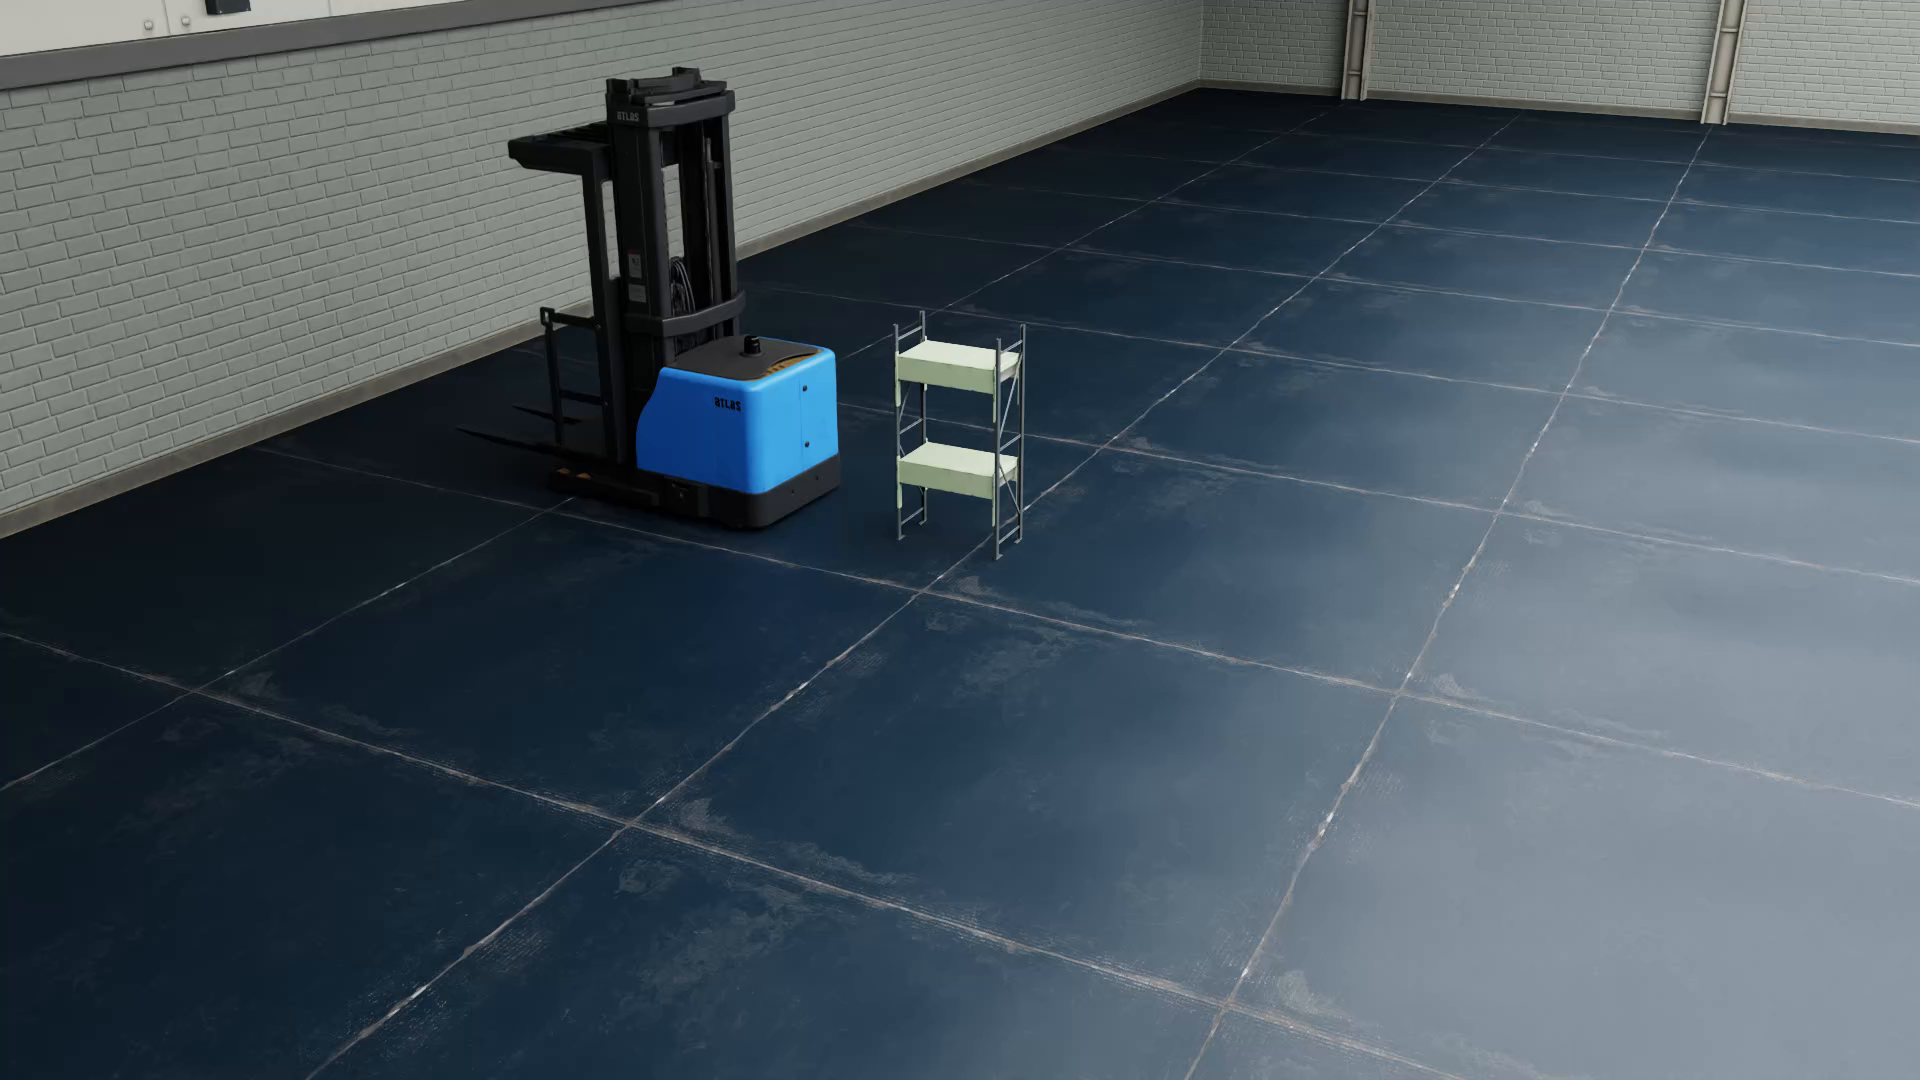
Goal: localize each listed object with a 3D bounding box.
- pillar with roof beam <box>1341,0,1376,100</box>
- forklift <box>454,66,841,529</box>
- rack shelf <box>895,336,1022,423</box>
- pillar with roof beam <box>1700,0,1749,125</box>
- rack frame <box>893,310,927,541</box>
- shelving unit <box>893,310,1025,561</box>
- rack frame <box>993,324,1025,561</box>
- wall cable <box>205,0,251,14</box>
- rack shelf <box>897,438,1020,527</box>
[{"bbox_3d":[5.150,-10.590,24.652,0.400,9.000,9.100,11,25,25],"label":"pillar with roof beam"},{"bbox_3d":[-2.396,-1.827,11.801,3.031,2.935,1.130,13,26,27],"label":"forklift"},{"bbox_3d":[-0.006,-1.050,10.807,0.720,0.370,0.431,11,25,25],"label":"rack shelf"},{"bbox_3d":[10.505,-9.530,22.161,0.400,9.000,9.100,11,25,25],"label":"pillar with roof beam"},{"bbox_3d":[-0.333,-0.756,11.111,0.023,1.500,0.400,11,25,25],"label":"rack frame"},{"bbox_3d":[-0.006,-0.691,10.959,0.755,1.500,0.431,11,25,25],"label":"shelving unit"},{"bbox_3d":[0.321,-0.627,10.807,0.023,1.500,0.400,11,25,25],"label":"rack frame"},{"bbox_3d":[-4.855,-6.951,11.752,0.169,6.003,2.305,11,25,25],"label":"wall cable"},{"bbox_3d":[-0.006,-0.391,11.087,0.720,0.370,0.431,11,25,25],"label":"rack shelf"}]
